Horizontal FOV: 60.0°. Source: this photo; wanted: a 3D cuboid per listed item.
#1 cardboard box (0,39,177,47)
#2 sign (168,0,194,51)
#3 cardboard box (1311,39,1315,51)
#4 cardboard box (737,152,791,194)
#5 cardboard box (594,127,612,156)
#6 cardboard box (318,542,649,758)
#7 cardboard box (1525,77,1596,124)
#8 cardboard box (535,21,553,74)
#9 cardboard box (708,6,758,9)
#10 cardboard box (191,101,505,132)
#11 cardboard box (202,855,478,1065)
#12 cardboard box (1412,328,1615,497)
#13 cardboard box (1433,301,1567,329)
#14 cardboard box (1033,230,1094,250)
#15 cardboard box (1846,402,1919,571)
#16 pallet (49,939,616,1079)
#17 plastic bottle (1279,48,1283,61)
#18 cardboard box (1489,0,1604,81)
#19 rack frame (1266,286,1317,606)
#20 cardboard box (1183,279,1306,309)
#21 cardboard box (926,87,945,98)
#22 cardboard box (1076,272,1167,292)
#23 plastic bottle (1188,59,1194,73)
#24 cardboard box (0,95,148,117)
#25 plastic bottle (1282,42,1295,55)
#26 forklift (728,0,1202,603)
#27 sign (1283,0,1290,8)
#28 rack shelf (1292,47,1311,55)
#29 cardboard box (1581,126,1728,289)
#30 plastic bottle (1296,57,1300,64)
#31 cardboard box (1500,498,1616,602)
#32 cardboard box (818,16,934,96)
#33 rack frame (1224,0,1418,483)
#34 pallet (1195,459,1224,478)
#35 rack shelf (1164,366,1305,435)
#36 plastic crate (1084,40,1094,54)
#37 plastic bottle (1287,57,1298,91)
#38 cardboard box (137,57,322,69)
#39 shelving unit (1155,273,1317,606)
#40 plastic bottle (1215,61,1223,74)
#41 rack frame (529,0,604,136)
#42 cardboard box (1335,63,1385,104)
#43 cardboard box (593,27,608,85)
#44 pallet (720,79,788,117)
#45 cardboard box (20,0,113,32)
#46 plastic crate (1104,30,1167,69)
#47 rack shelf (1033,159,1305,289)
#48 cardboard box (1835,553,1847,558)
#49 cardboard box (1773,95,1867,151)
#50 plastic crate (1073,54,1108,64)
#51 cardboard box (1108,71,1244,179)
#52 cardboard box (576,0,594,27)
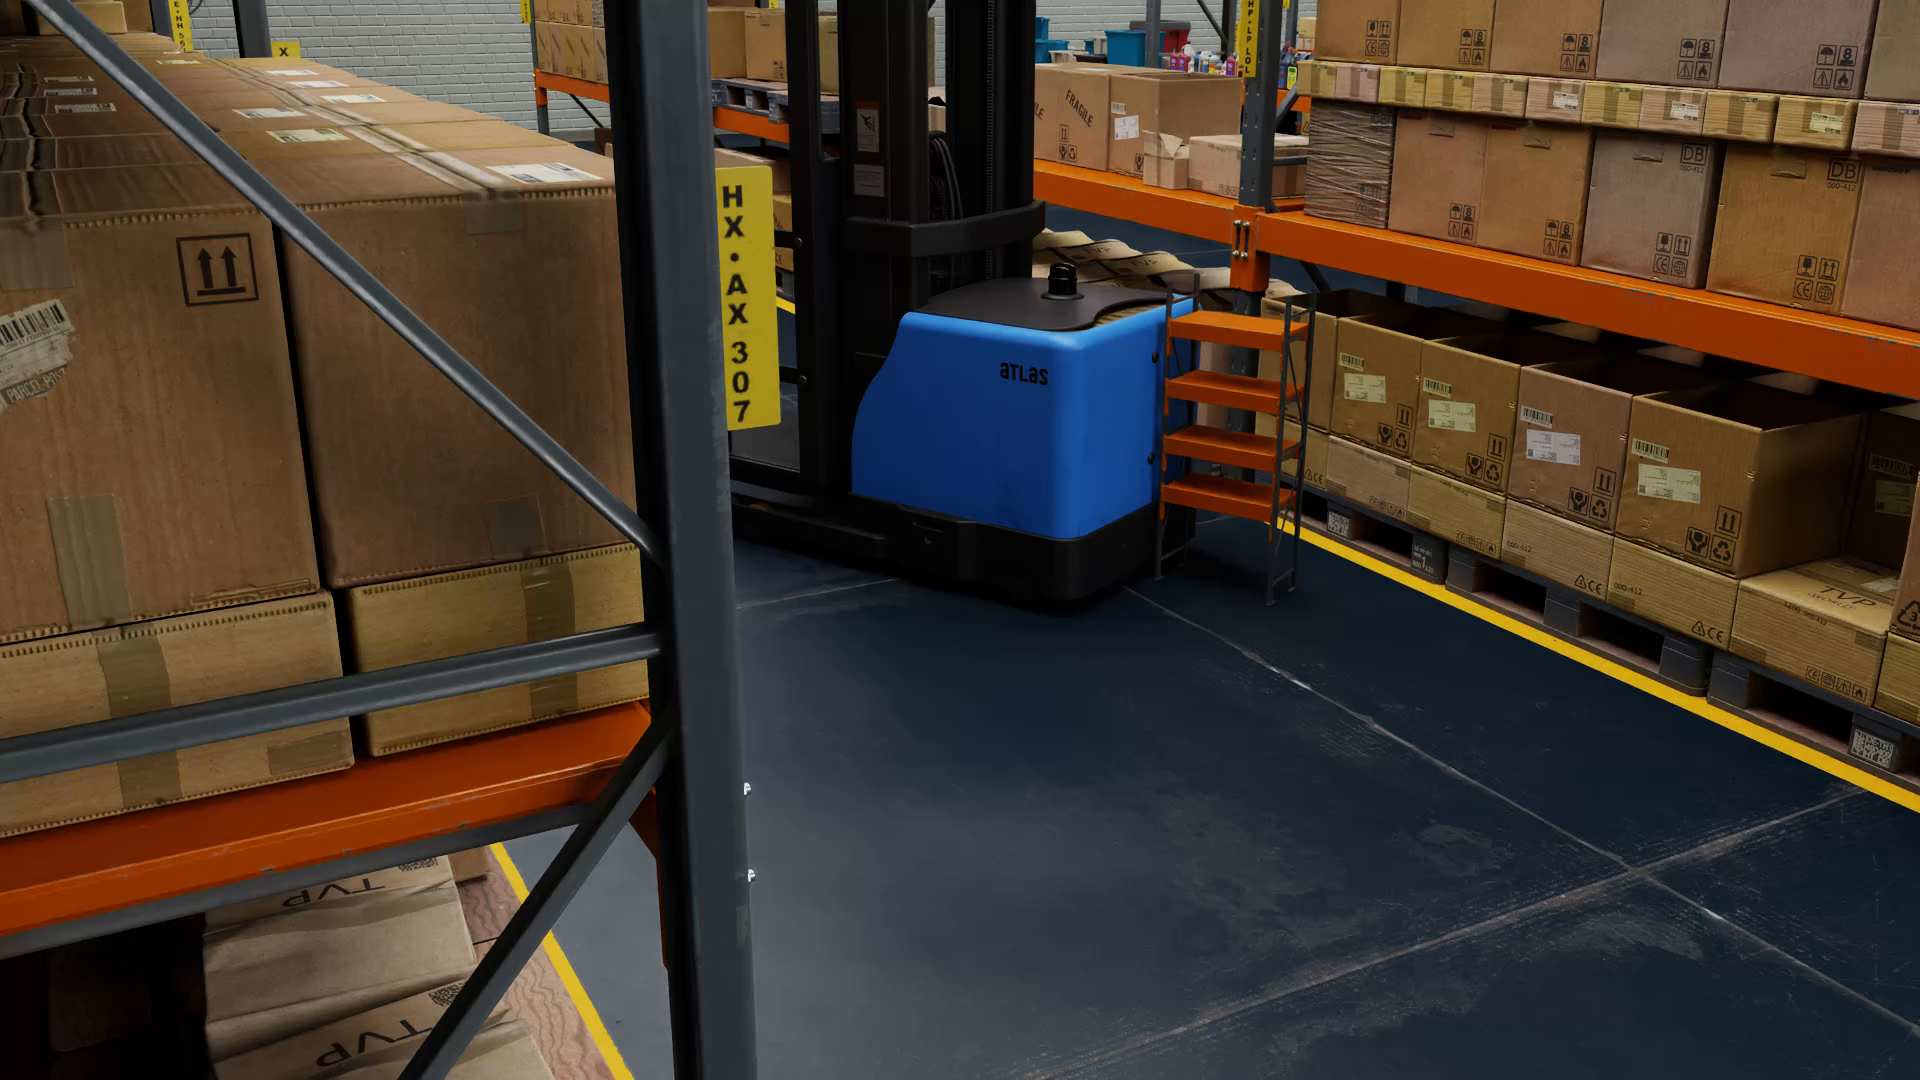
[{"bbox_3d":[-3.708,-1.867,7.116,0.700,0.500,0.500,-10,21,-27],"label":"cardboard box"},{"bbox_3d":[-4.079,-2.696,8.692,0.100,0.325,0.005,-10,21,-27],"label":"sign"},{"bbox_3d":[4.728,-6.352,21.328,0.380,0.149,0.250,-10,22,-27],"label":"cardboard box"},{"bbox_3d":[-1.365,-2.789,12.624,0.500,0.250,0.500,-10,22,-28],"label":"cardboard box"},{"bbox_3d":[-3.518,-4.073,17.493,0.500,0.500,0.500,-10,21,-27],"label":"cardboard box"},{"bbox_3d":[-0.705,0.069,2.531,0.500,0.250,0.500,-11,22,-28],"label":"cardboard box"},{"bbox_3d":[2.278,-1.597,6.013,0.380,0.149,0.250,-11,22,-28],"label":"cardboard box"},{"bbox_3d":[-4.014,-5.043,16.995,0.500,0.500,0.500,-9,21,-26],"label":"cardboard box"},{"bbox_3d":[-2.065,-4.091,13.592,0.500,0.500,0.700,16,25,39],"label":"cardboard box"},{"bbox_3d":[-1.181,-0.572,3.241,0.500,0.500,0.500,-11,22,-28],"label":"cardboard box"},{"bbox_3d":[-1.273,0.884,3.419,0.500,0.311,0.500,-8,21,-22],"label":"cardboard box"},{"bbox_3d":[2.125,-0.504,6.416,0.500,0.500,0.500,-10,21,-27],"label":"cardboard box"},{"bbox_3d":[2.345,-0.728,7.065,0.500,0.500,0.500,-10,21,-27],"label":"cardboard box"},{"bbox_3d":[0.524,-1.771,10.378,0.500,0.311,0.500,-10,22,-27],"label":"cardboard box"},{"bbox_3d":[3.307,-0.156,5.407,0.500,0.500,0.500,-10,21,-27],"label":"cardboard box"},{"bbox_3d":[-1.144,1.255,3.171,1.003,0.211,1.213,-10,21,-27],"label":"pallet"},{"bbox_3d":[2.953,-4.470,15.564,0.144,0.351,0.185,-10,21,-27],"label":"plastic bottle"},{"bbox_3d":[2.400,-1.965,6.085,0.700,0.500,0.500,-10,21,-27],"label":"cardboard box"},{"bbox_3d":[1.254,-0.345,6.291,0.015,1.200,0.240,13,23,33],"label":"rack frame"},{"bbox_3d":[1.495,-1.185,8.679,0.500,0.311,0.500,-10,22,-27],"label":"cardboard box"},{"bbox_3d":[-0.060,-2.714,10.536,0.500,0.311,0.500,-9,21,-23],"label":"cardboard box"},{"bbox_3d":[0.773,-1.247,8.859,0.500,0.311,0.500,-10,21,-27],"label":"cardboard box"},{"bbox_3d":[2.201,-4.448,15.729,0.097,0.201,0.097,0,19,0],"label":"plastic bottle"},{"bbox_3d":[-1.882,-0.637,3.427,0.500,0.500,0.500,-10,21,-26],"label":"cardboard box"},{"bbox_3d":[3.080,-4.493,15.628,0.144,0.351,0.185,-10,21,-27],"label":"plastic bottle"},{"bbox_3d":[-0.503,-1.505,6.999,3.031,2.935,1.130,13,23,34],"label":"forklift"},{"bbox_3d":[4.236,-7.060,21.545,0.100,0.325,0.005,-10,21,-27],"label":"sign"},{"bbox_3d":[5.677,-5.783,20.396,1.077,0.370,4.000,-10,21,-27],"label":"rack shelf"},{"bbox_3d":[2.657,-1.198,5.853,0.700,0.500,0.500,-9,21,-25],"label":"cardboard box"},{"bbox_3d":[2.959,-4.058,14.471,0.061,0.283,0.133,-10,21,-27],"label":"plastic bottle"},{"bbox_3d":[2.367,-0.007,6.124,0.500,0.250,0.500,-10,21,-27],"label":"cardboard box"},{"bbox_3d":[-0.592,-3.277,11.232,0.500,0.500,0.700,16,25,39],"label":"cardboard box"},{"bbox_3d":[1.706,-1.720,7.516,1.000,3.000,0.127,-10,21,-27],"label":"rack frame"},{"bbox_3d":[1.321,-0.607,8.566,1.003,0.211,1.213,-10,21,-27],"label":"pallet"},{"bbox_3d":[1.055,-0.539,6.374,0.480,0.148,0.258,13,23,33],"label":"rack shelf"},{"bbox_3d":[1.569,-5.330,18.144,0.416,0.233,0.300,-10,21,-27],"label":"plastic crate"},{"bbox_3d":[2.906,-4.048,14.444,0.061,0.283,0.133,-10,21,-27],"label":"plastic bottle"},{"bbox_3d":[-2.156,-1.156,4.934,0.500,0.500,0.500,-10,21,-27],"label":"cardboard box"},{"bbox_3d":[1.055,-0.391,6.425,0.503,1.200,0.258,13,23,33],"label":"shelving unit"},{"bbox_3d":[2.403,-4.326,15.374,0.097,0.201,0.097,0,19,0],"label":"plastic bottle"},{"bbox_3d":[-3.993,-5.164,17.499,1.000,3.000,0.127,-10,21,-27],"label":"rack frame"},{"bbox_3d":[1.782,-1.894,6.875,0.380,0.149,0.250,-10,21,-26],"label":"cardboard box"},{"bbox_3d":[-3.049,-4.462,15.310,0.500,0.500,0.500,-9,21,-25],"label":"cardboard box"},{"bbox_3d":[-1.121,-3.335,12.491,1.003,0.211,1.213,-10,21,-27],"label":"pallet"},{"bbox_3d":[-4.361,-2.567,8.150,0.380,0.149,0.250,-13,23,-34],"label":"cardboard box"},{"bbox_3d":[1.746,-4.884,16.620,0.392,0.384,0.575,-10,21,-27],"label":"plastic crate"},{"bbox_3d":[0.756,-1.954,9.297,1.077,0.370,4.000,-10,21,-27],"label":"rack shelf"},{"bbox_3d":[3.068,0.055,5.945,0.500,0.250,0.500,-10,21,-27],"label":"cardboard box"},{"bbox_3d":[2.766,-1.301,5.157,0.380,0.149,0.250,-9,21,-25],"label":"cardboard box"},{"bbox_3d":[1.500,-4.960,17.237,0.437,0.125,0.590,-10,21,-27],"label":"plastic crate"},{"bbox_3d":[1.105,-2.141,8.584,0.500,0.500,0.500,-8,21,-23],"label":"cardboard box"},{"bbox_3d":[-3.284,-5.077,15.560,0.500,0.500,0.500,-10,22,-27],"label":"cardboard box"}]
